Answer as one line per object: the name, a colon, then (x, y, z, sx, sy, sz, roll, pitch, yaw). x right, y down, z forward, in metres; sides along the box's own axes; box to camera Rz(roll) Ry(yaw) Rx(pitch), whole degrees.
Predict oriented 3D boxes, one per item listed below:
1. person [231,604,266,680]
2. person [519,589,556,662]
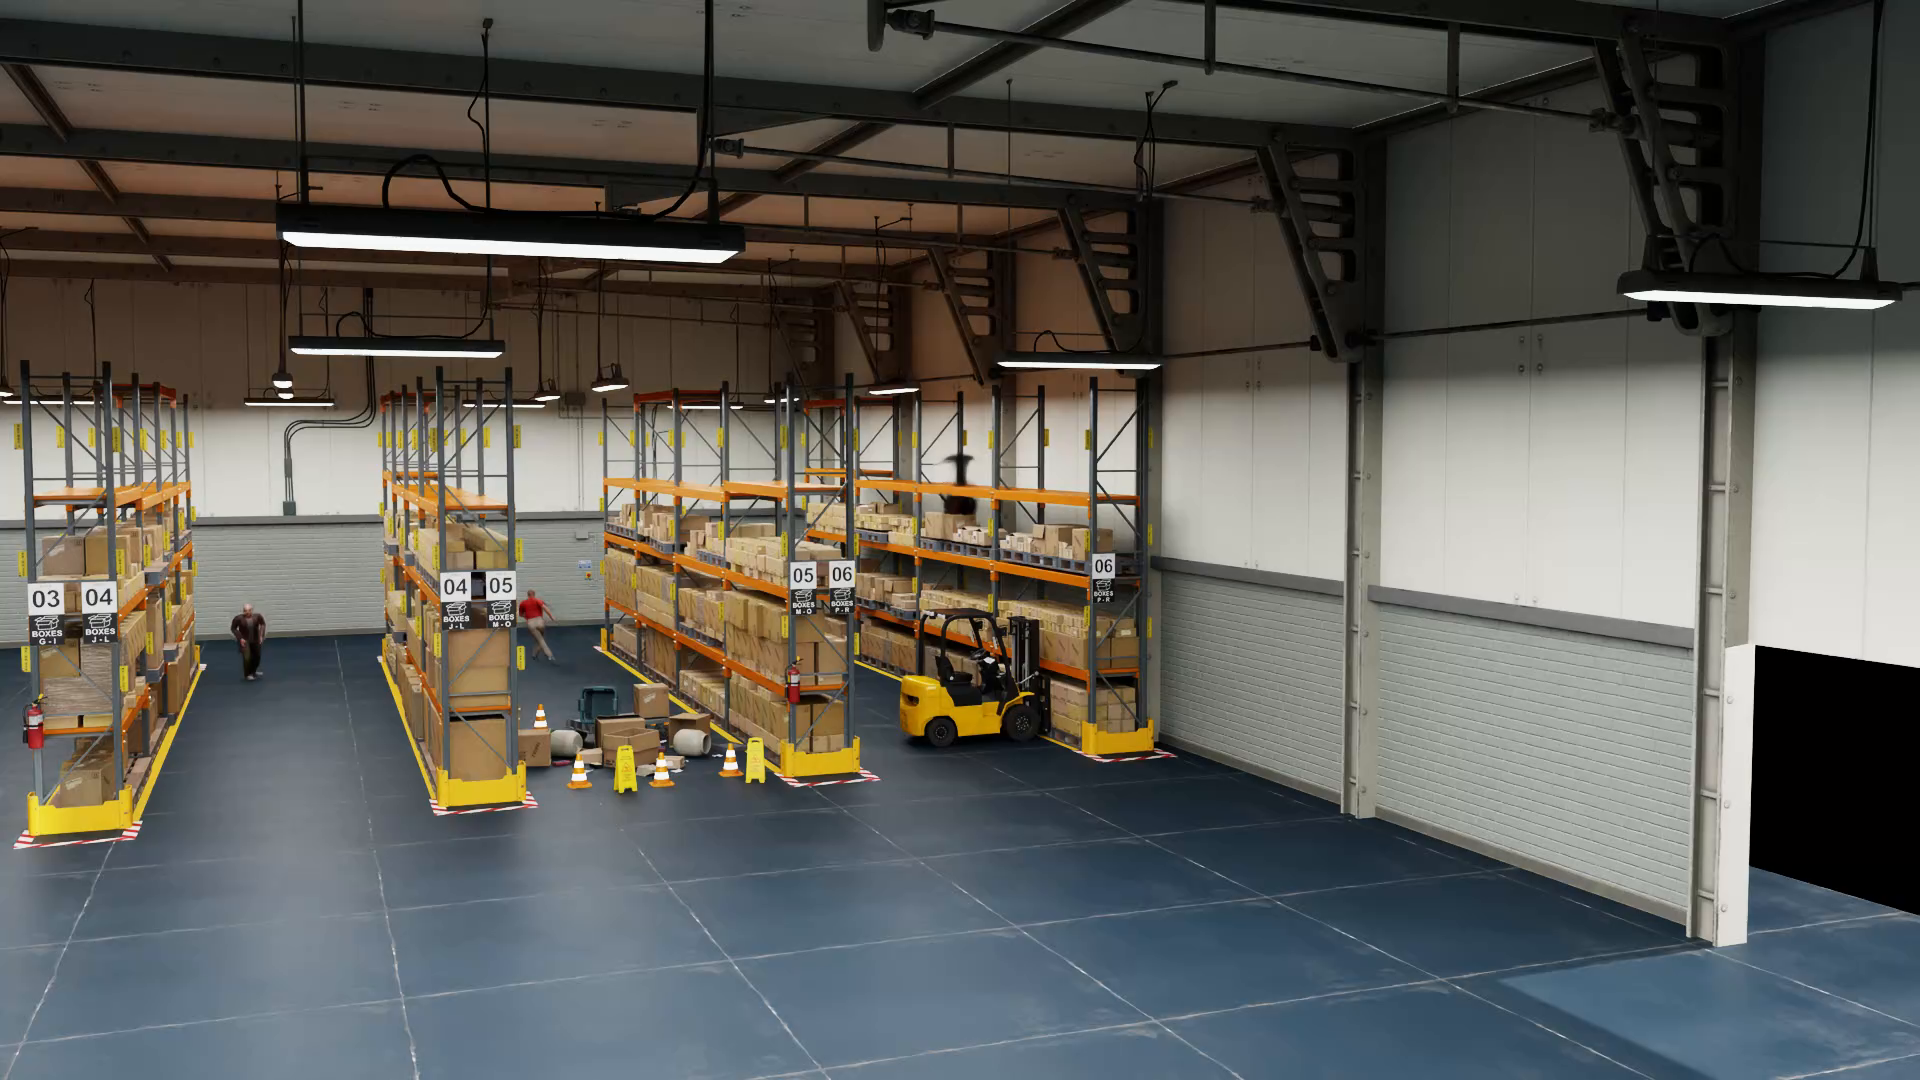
person: (-14.820, 2.105, 34.635, 0.733, 1.626, 0.906, -3, 5, -42)
person: (-9.462, 1.935, 37.237, 0.797, 1.670, 0.727, -1, 4, -16)
